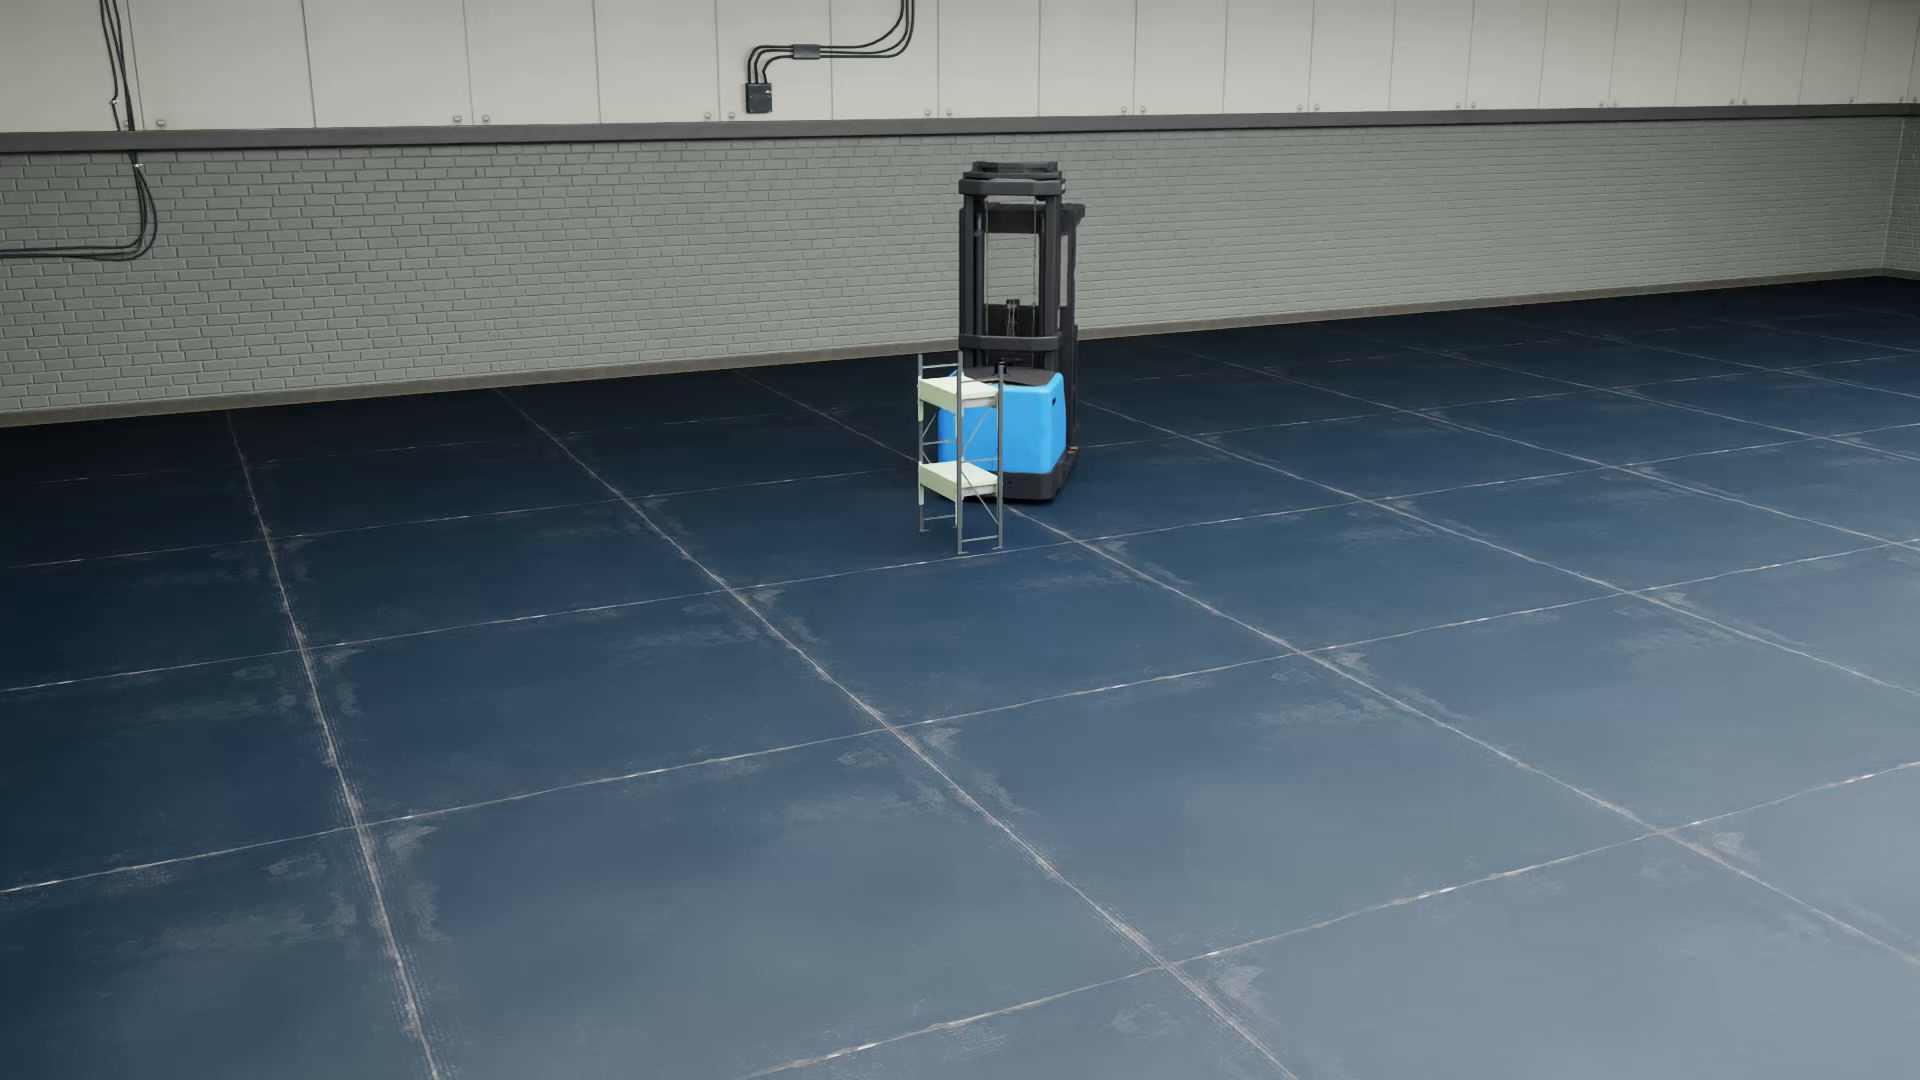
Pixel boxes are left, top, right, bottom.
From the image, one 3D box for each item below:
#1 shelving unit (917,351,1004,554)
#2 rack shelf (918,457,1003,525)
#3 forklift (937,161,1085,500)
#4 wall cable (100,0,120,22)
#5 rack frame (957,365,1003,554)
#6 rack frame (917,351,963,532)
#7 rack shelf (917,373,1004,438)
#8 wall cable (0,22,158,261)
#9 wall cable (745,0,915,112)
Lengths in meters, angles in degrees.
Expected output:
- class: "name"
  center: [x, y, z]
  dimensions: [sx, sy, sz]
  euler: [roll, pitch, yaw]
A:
- class: "shelving unit"
  center: [-0.003, -0.723, 13.550]
  dimensions: [0.431, 1.500, 0.755]
  euler: [-8, 18, -25]
- class: "rack shelf"
  center: [-0.003, -0.409, 13.639]
  dimensions: [0.431, 0.370, 0.720]
  euler: [-8, 18, -25]
- class: "forklift"
  center: [0.580, -2.126, 15.845]
  dimensions: [1.130, 2.935, 3.031]
  euler: [3, 16, 11]
- class: "wall cable"
  center: [-7.708, -6.828, 17.704]
  dimensions: [3.097, 2.526, 0.112]
  euler: [-8, 18, -25]
- class: "rack frame"
  center: [0.157, -0.632, 13.233]
  dimensions: [0.400, 1.500, 0.023]
  euler: [-8, 18, -25]
- class: "rack frame"
  center: [-0.163, -0.813, 13.866]
  dimensions: [0.400, 1.500, 0.023]
  euler: [-8, 18, -25]
- class: "rack shelf"
  center: [-0.003, -1.098, 13.442]
  dimensions: [0.431, 0.370, 0.720]
  euler: [-8, 18, -25]
- class: "wall cable"
  center: [-10.140, -4.074, 17.261]
  dimensions: [3.097, 2.526, 0.112]
  euler: [-8, 18, -25]
- class: "wall cable"
  center: [-1.599, -8.344, 20.348]
  dimensions: [2.305, 6.003, 0.169]
  euler: [-8, 18, -25]
